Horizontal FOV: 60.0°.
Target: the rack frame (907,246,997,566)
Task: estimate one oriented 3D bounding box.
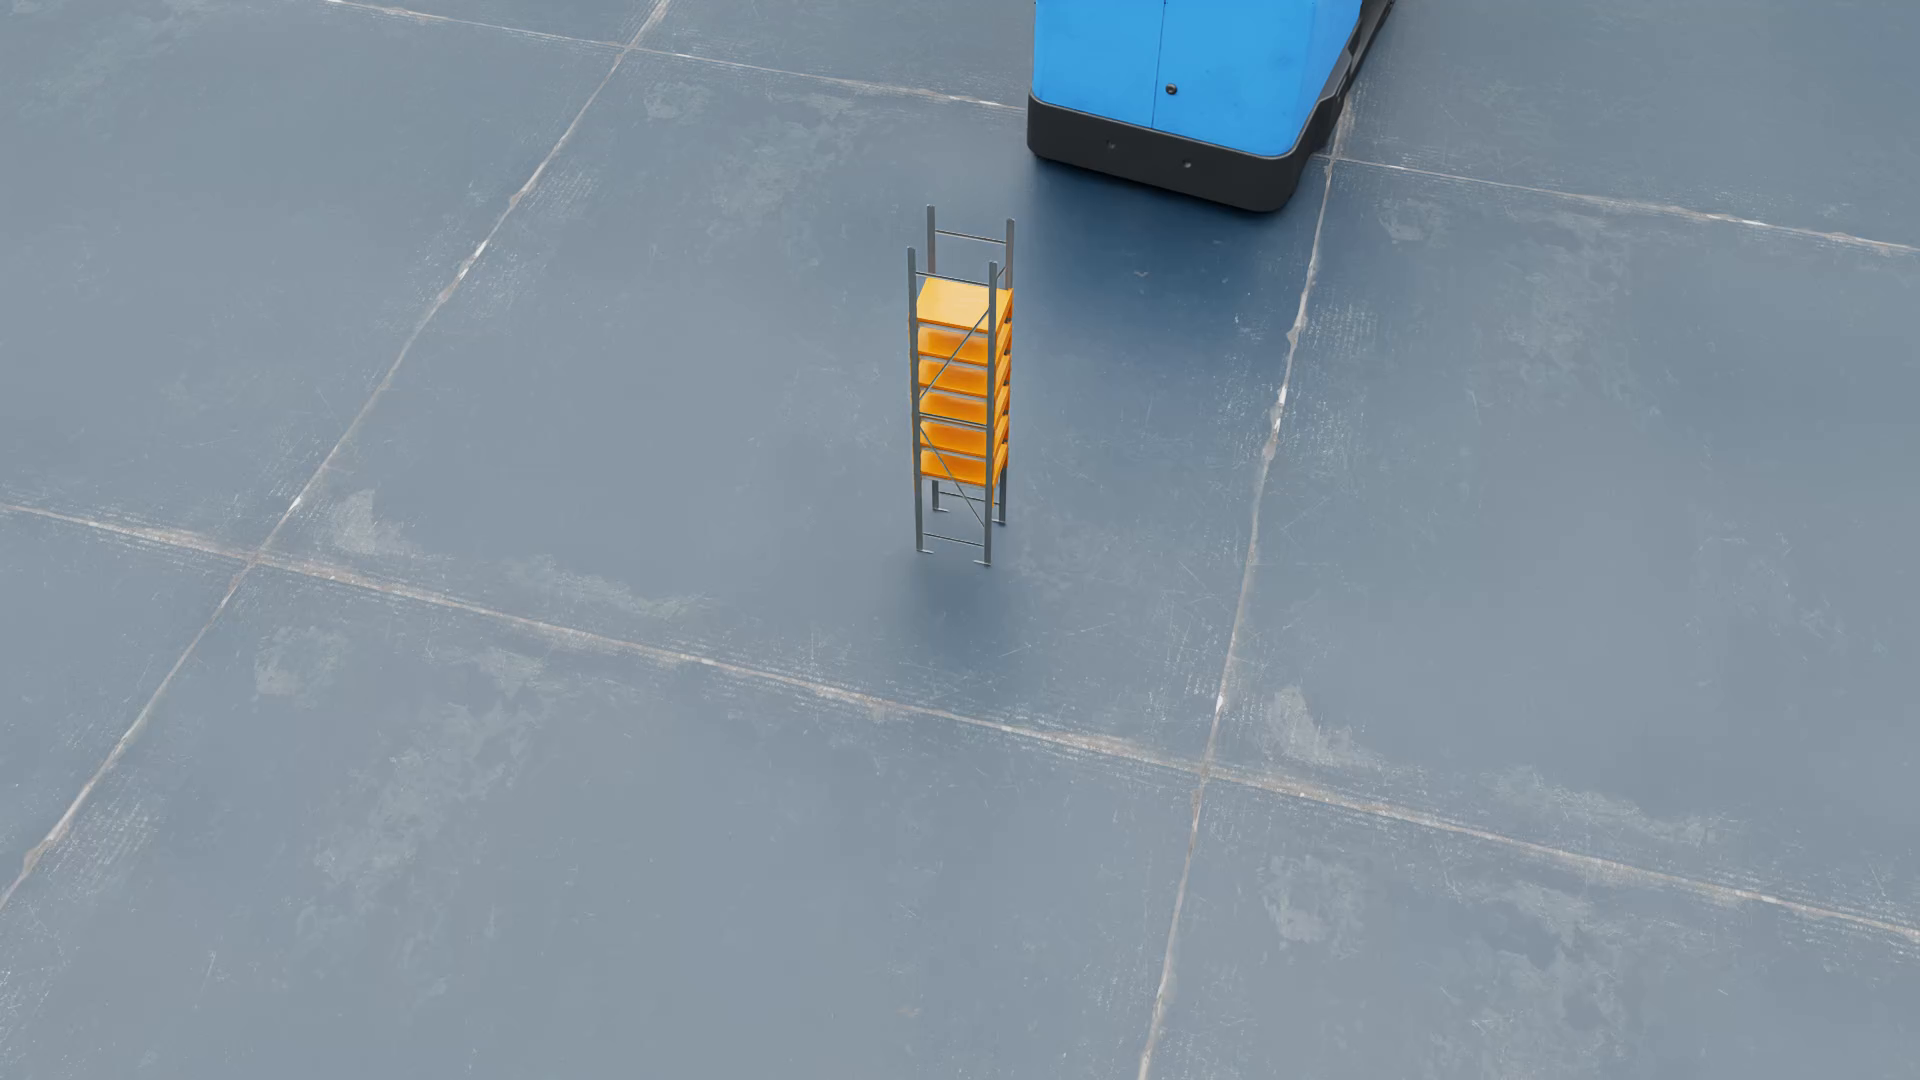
[{"bbox_3d":[-0.020,-0.341,4.751,0.240,1.200,0.006,12,50,10],"label":"rack frame"}]

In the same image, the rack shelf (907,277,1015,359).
[{"bbox_3d":[0.004,-0.616,4.573,0.258,0.103,0.180,12,50,10],"label":"rack shelf"}]

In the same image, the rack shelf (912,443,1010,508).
[{"bbox_3d":[0.004,-0.219,5.023,0.258,0.103,0.180,12,50,10],"label":"rack shelf"}]

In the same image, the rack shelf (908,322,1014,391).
[{"bbox_3d":[0.004,-0.537,4.663,0.258,0.103,0.180,12,50,10],"label":"rack shelf"}]

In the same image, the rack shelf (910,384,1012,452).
[{"bbox_3d":[0.004,-0.378,4.843,0.258,0.103,0.180,12,50,10],"label":"rack shelf"}]

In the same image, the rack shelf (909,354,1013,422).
[{"bbox_3d":[0.004,-0.458,4.753,0.258,0.103,0.180,12,50,10],"label":"rack shelf"}]

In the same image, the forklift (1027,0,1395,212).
[{"bbox_3d":[1.314,-3.325,6.230,1.130,2.935,3.031,18,51,15],"label":"forklift"}]

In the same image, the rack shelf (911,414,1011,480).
[{"bbox_3d":[0.004,-0.299,4.933,0.258,0.103,0.180,12,50,10],"label":"rack shelf"}]

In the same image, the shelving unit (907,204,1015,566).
[{"bbox_3d":[0.004,-0.407,4.809,0.258,1.200,0.189,12,50,10],"label":"shelving unit"}]

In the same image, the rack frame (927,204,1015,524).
[{"bbox_3d":[0.028,-0.474,4.868,0.240,1.200,0.006,12,50,10],"label":"rack frame"}]
